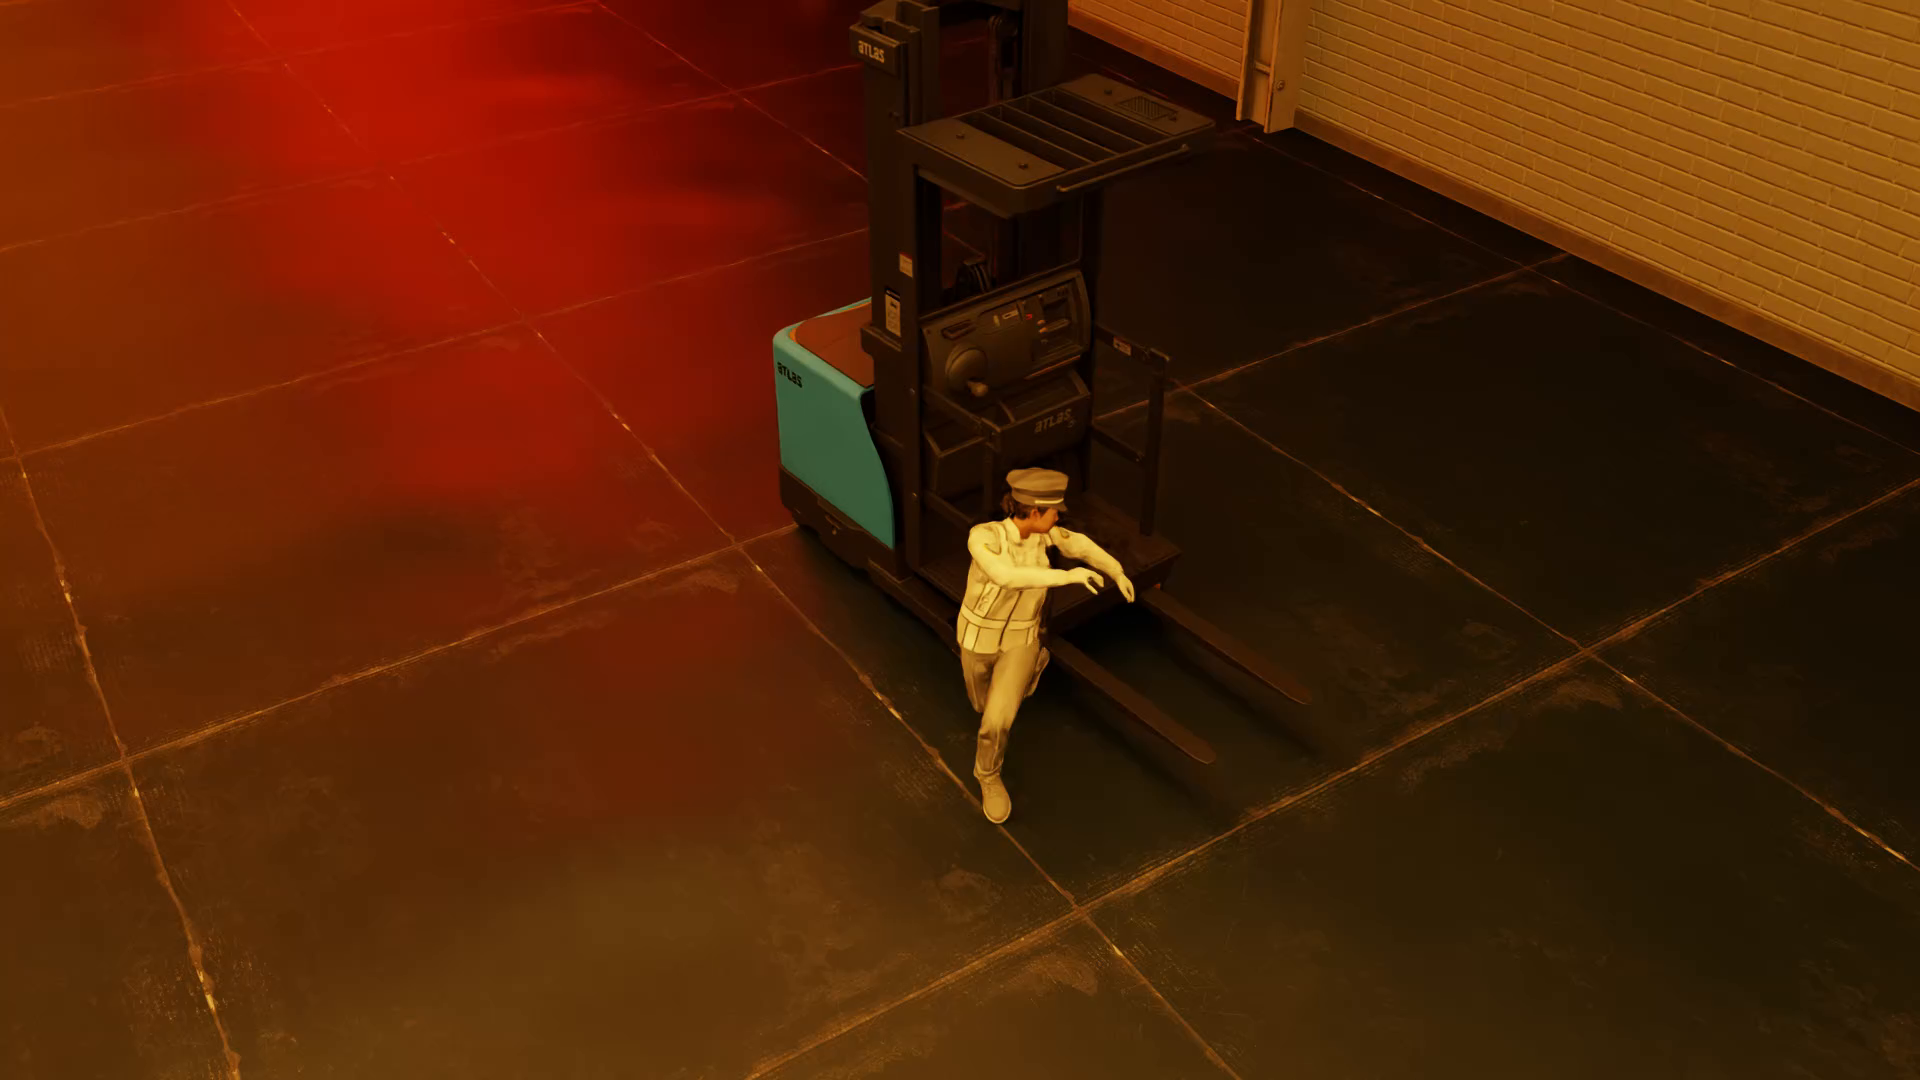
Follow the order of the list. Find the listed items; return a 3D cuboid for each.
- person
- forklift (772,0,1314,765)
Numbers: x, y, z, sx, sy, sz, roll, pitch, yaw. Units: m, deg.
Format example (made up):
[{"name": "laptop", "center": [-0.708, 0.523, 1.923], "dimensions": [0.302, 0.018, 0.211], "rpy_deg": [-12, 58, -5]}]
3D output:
[{"name": "person", "center": [0.359, 0.372, 6.911], "dimensions": [0.743, 1.411, 0.886], "rpy_deg": [2, 35, 4]}, {"name": "forklift", "center": [0.355, -0.876, 7.394], "dimensions": [1.130, 2.935, 3.031], "rpy_deg": [-25, 42, -31]}]
